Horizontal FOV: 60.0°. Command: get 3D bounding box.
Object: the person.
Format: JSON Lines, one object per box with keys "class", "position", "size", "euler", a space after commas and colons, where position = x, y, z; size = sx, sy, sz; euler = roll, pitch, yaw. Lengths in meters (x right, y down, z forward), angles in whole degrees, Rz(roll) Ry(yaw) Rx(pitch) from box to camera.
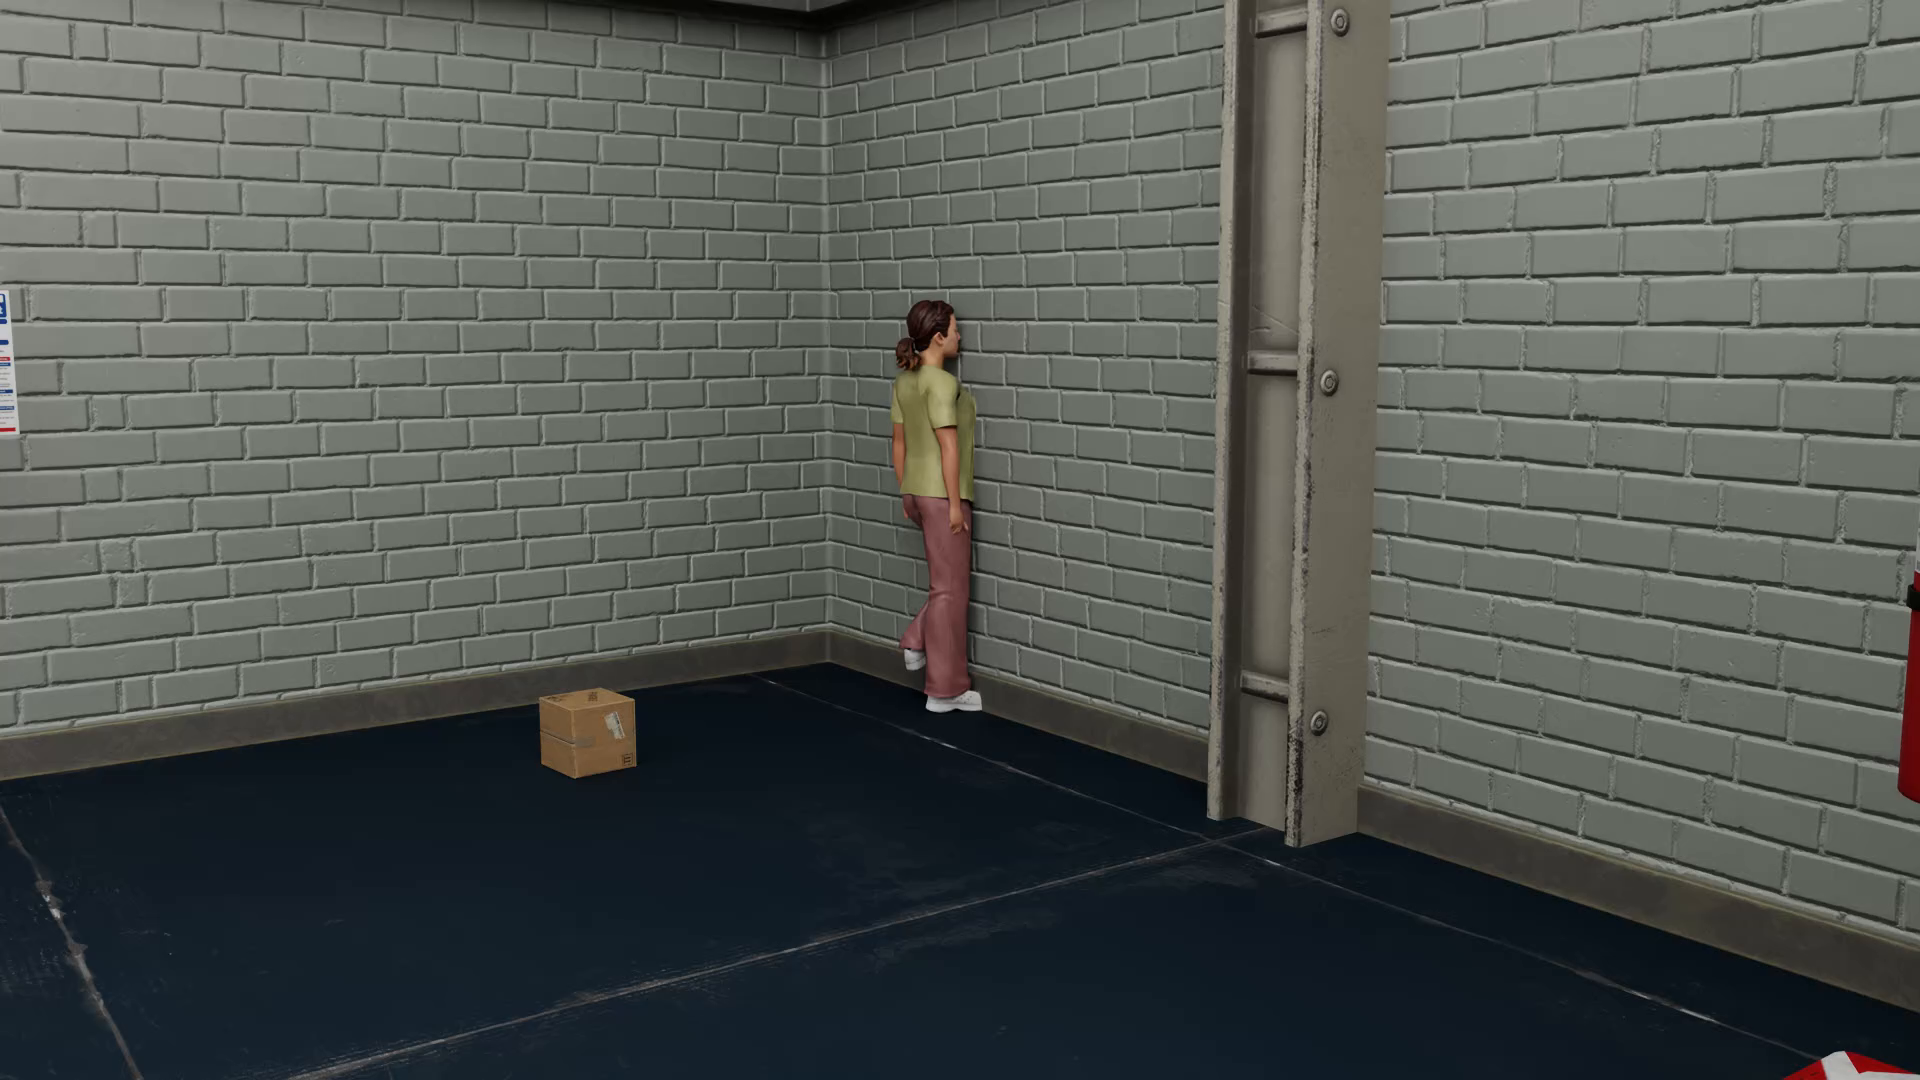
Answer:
{"class": "person", "position": [-0.050, -0.146, 6.874], "size": [0.470, 1.672, 0.431], "euler": [-5, 9, -31]}
